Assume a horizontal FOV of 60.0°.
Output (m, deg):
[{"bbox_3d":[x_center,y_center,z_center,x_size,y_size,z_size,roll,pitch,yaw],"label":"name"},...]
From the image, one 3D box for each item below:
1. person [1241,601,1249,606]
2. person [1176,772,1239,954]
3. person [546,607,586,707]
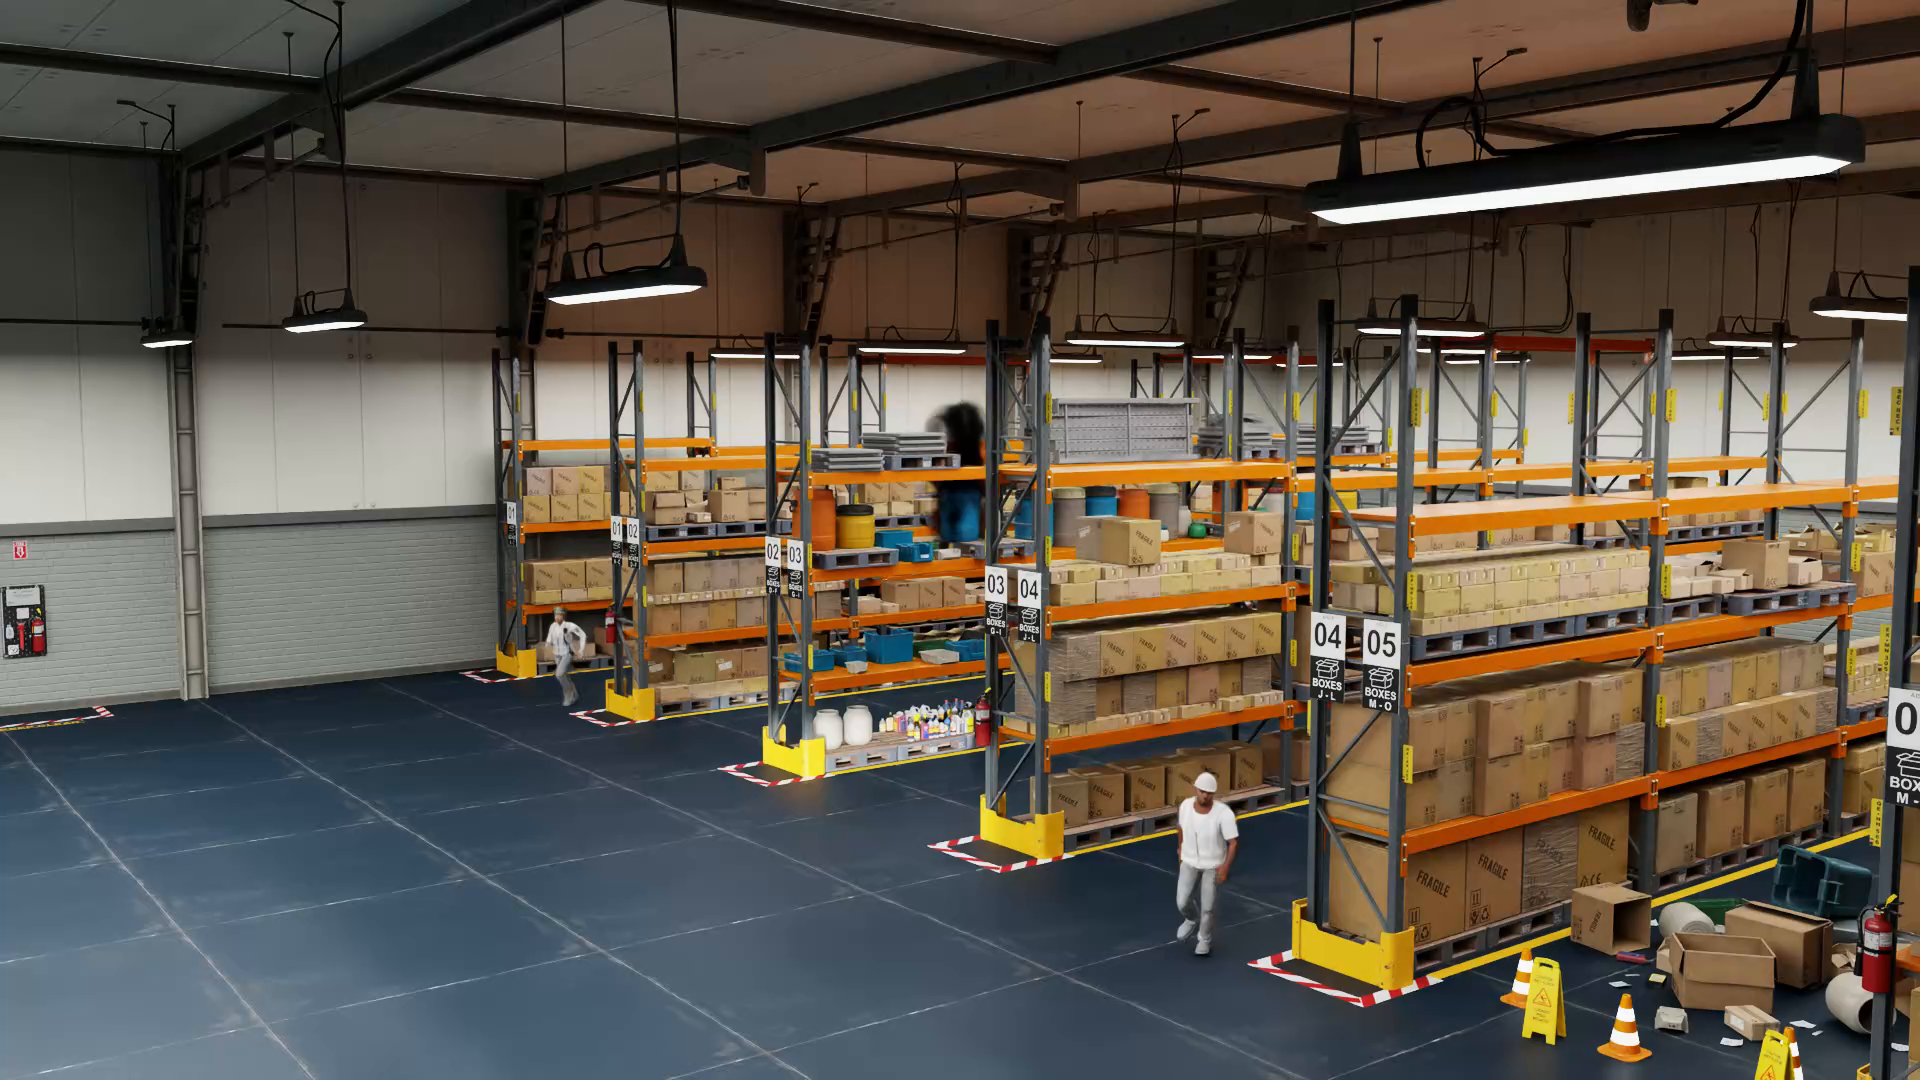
[{"bbox_3d":[5.248,1.650,31.325,0.538,1.526,0.886,5,7,44],"label":"person"},{"bbox_3d":[2.231,2.964,15.227,0.691,1.723,0.756,2,6,25],"label":"person"},{"bbox_3d":[-6.565,1.918,27.566,0.604,1.667,0.751,2,6,26],"label":"person"}]
